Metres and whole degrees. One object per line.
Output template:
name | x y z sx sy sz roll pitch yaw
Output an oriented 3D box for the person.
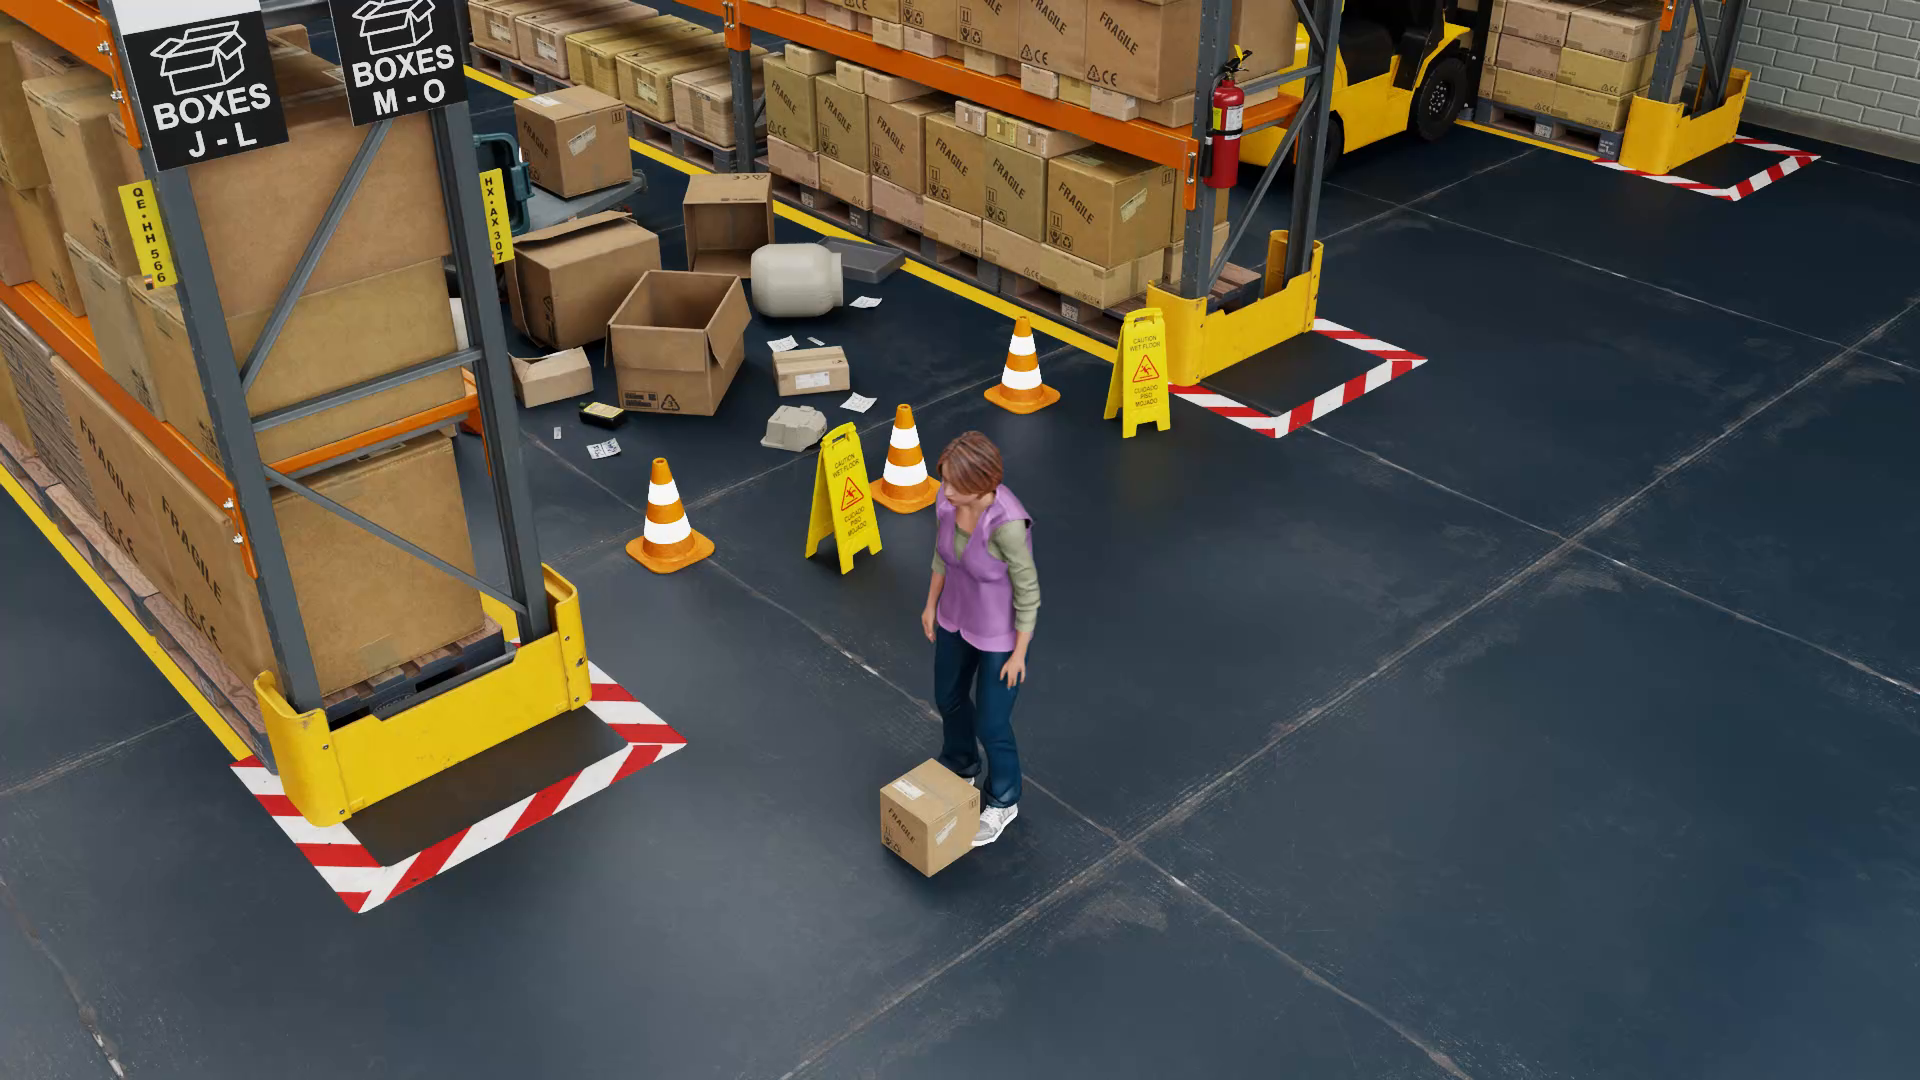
person | 0.088 0.367 5.691 0.292 1.328 0.464 -27 41 -36
